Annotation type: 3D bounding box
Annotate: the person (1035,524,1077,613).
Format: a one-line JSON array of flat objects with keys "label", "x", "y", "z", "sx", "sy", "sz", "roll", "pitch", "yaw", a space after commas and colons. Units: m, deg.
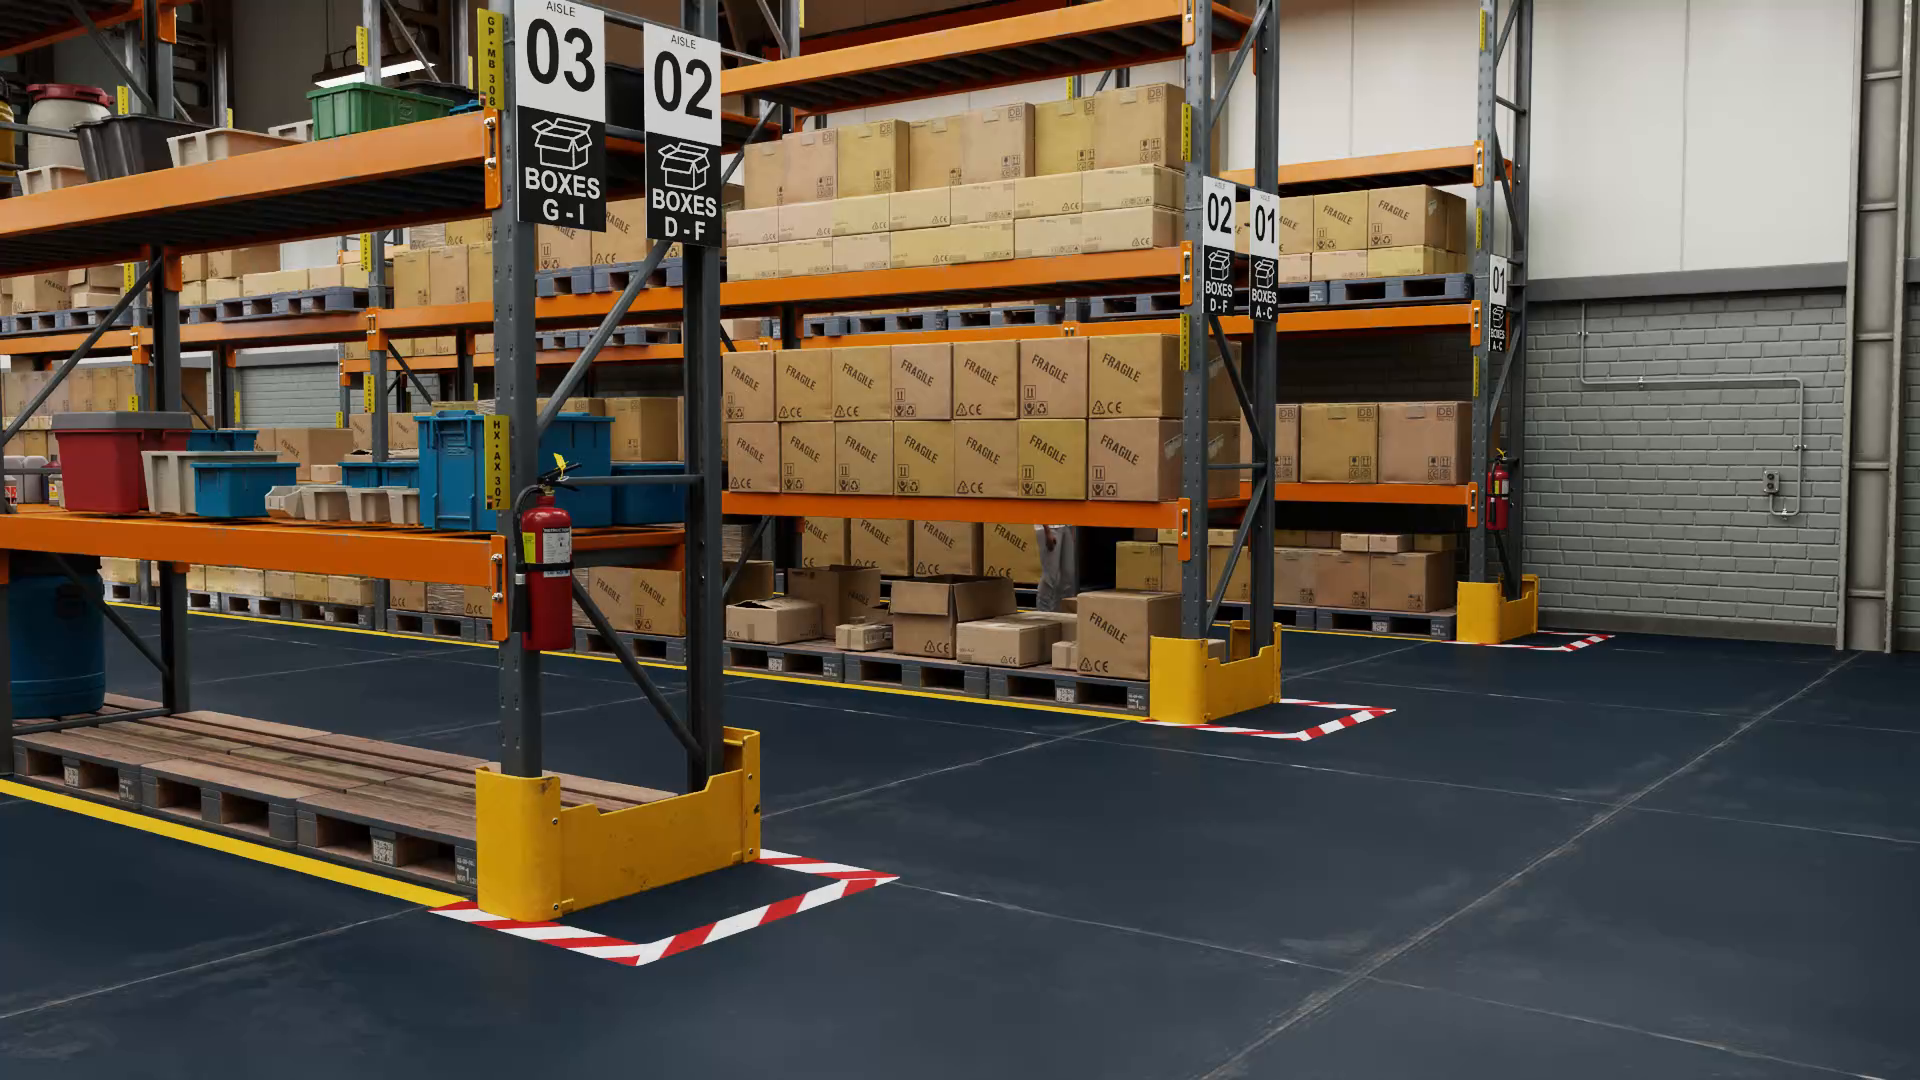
[{"label": "person", "x": 0.885, "y": -0.057, "z": 15.097, "sx": 0.391, "sy": 1.664, "sz": 0.532, "roll": 2, "pitch": 4, "yaw": 33}]
